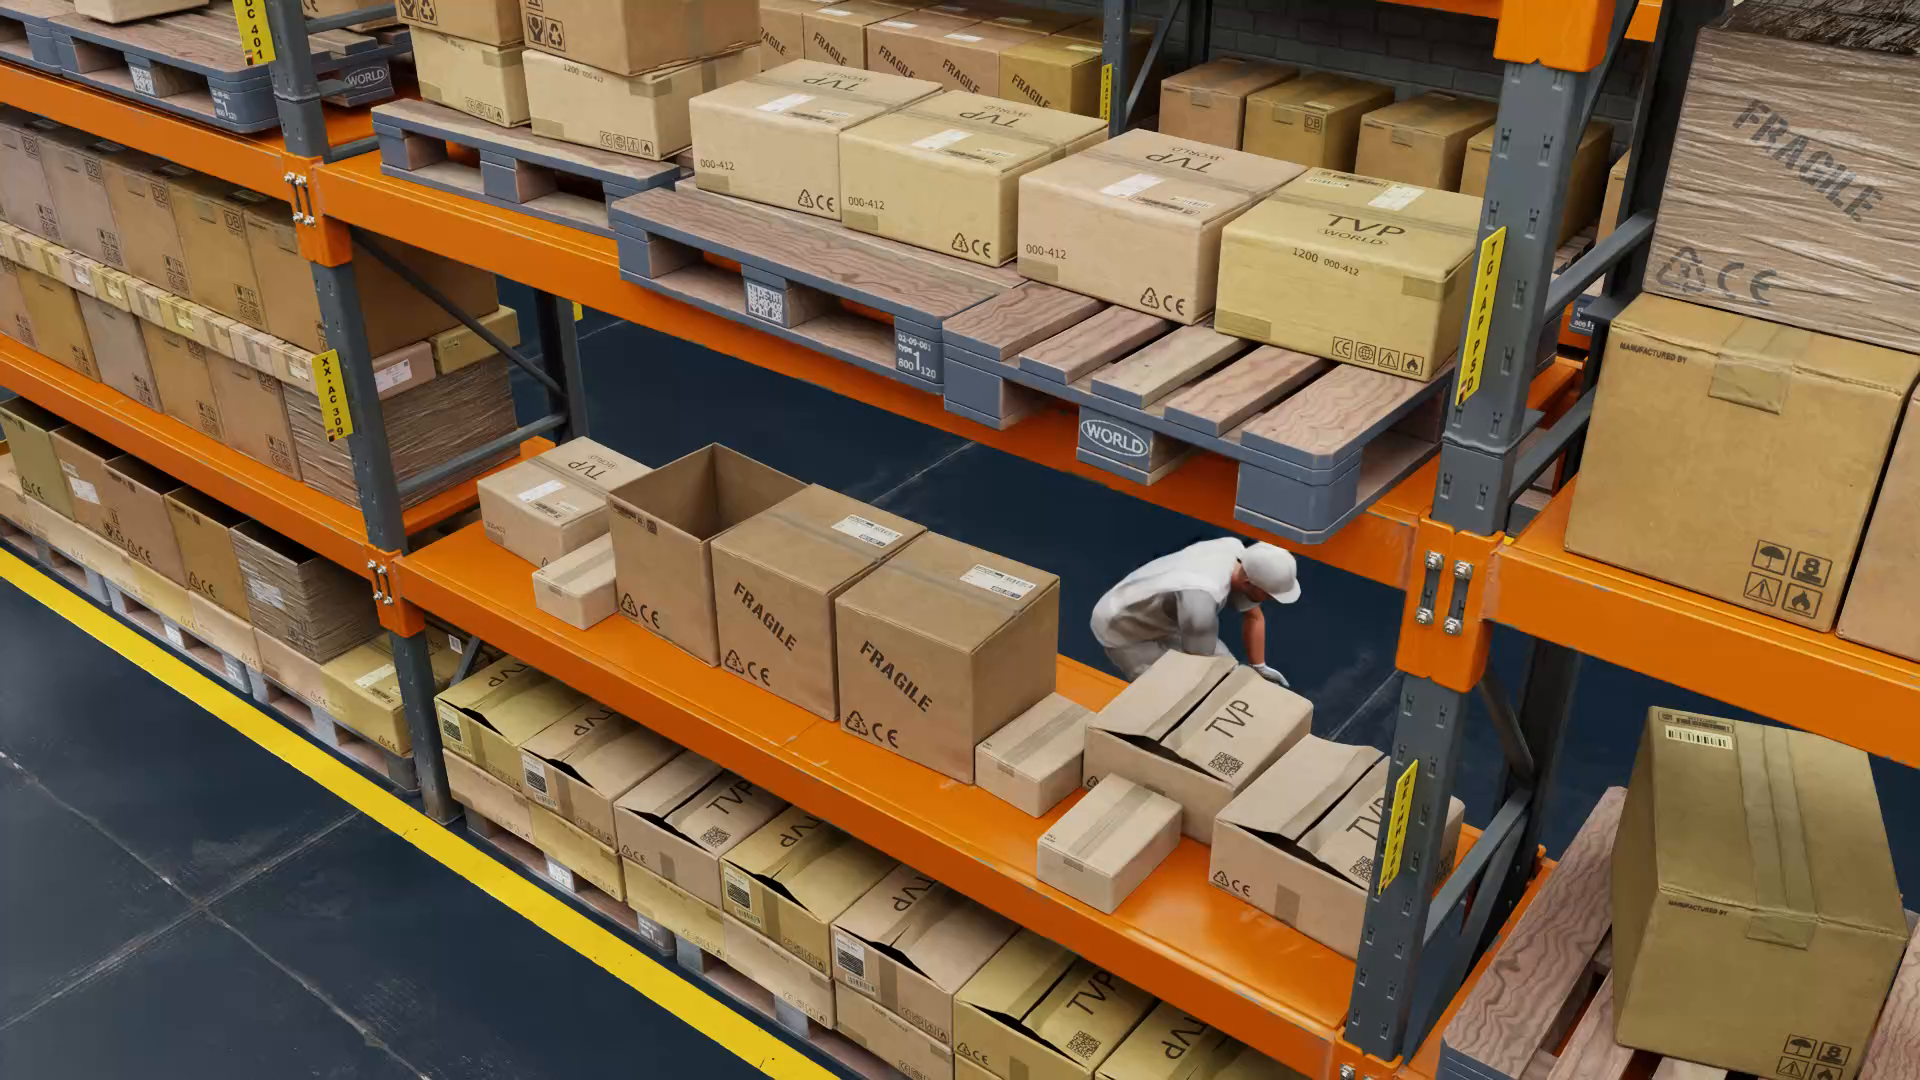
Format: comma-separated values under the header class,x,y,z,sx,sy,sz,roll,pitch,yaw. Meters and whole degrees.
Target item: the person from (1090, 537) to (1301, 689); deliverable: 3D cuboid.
class,x,y,z,sx,sy,sz,roll,pitch,yaw
person,0.973,0.449,6.918,0.839,1.212,0.581,21,37,31
